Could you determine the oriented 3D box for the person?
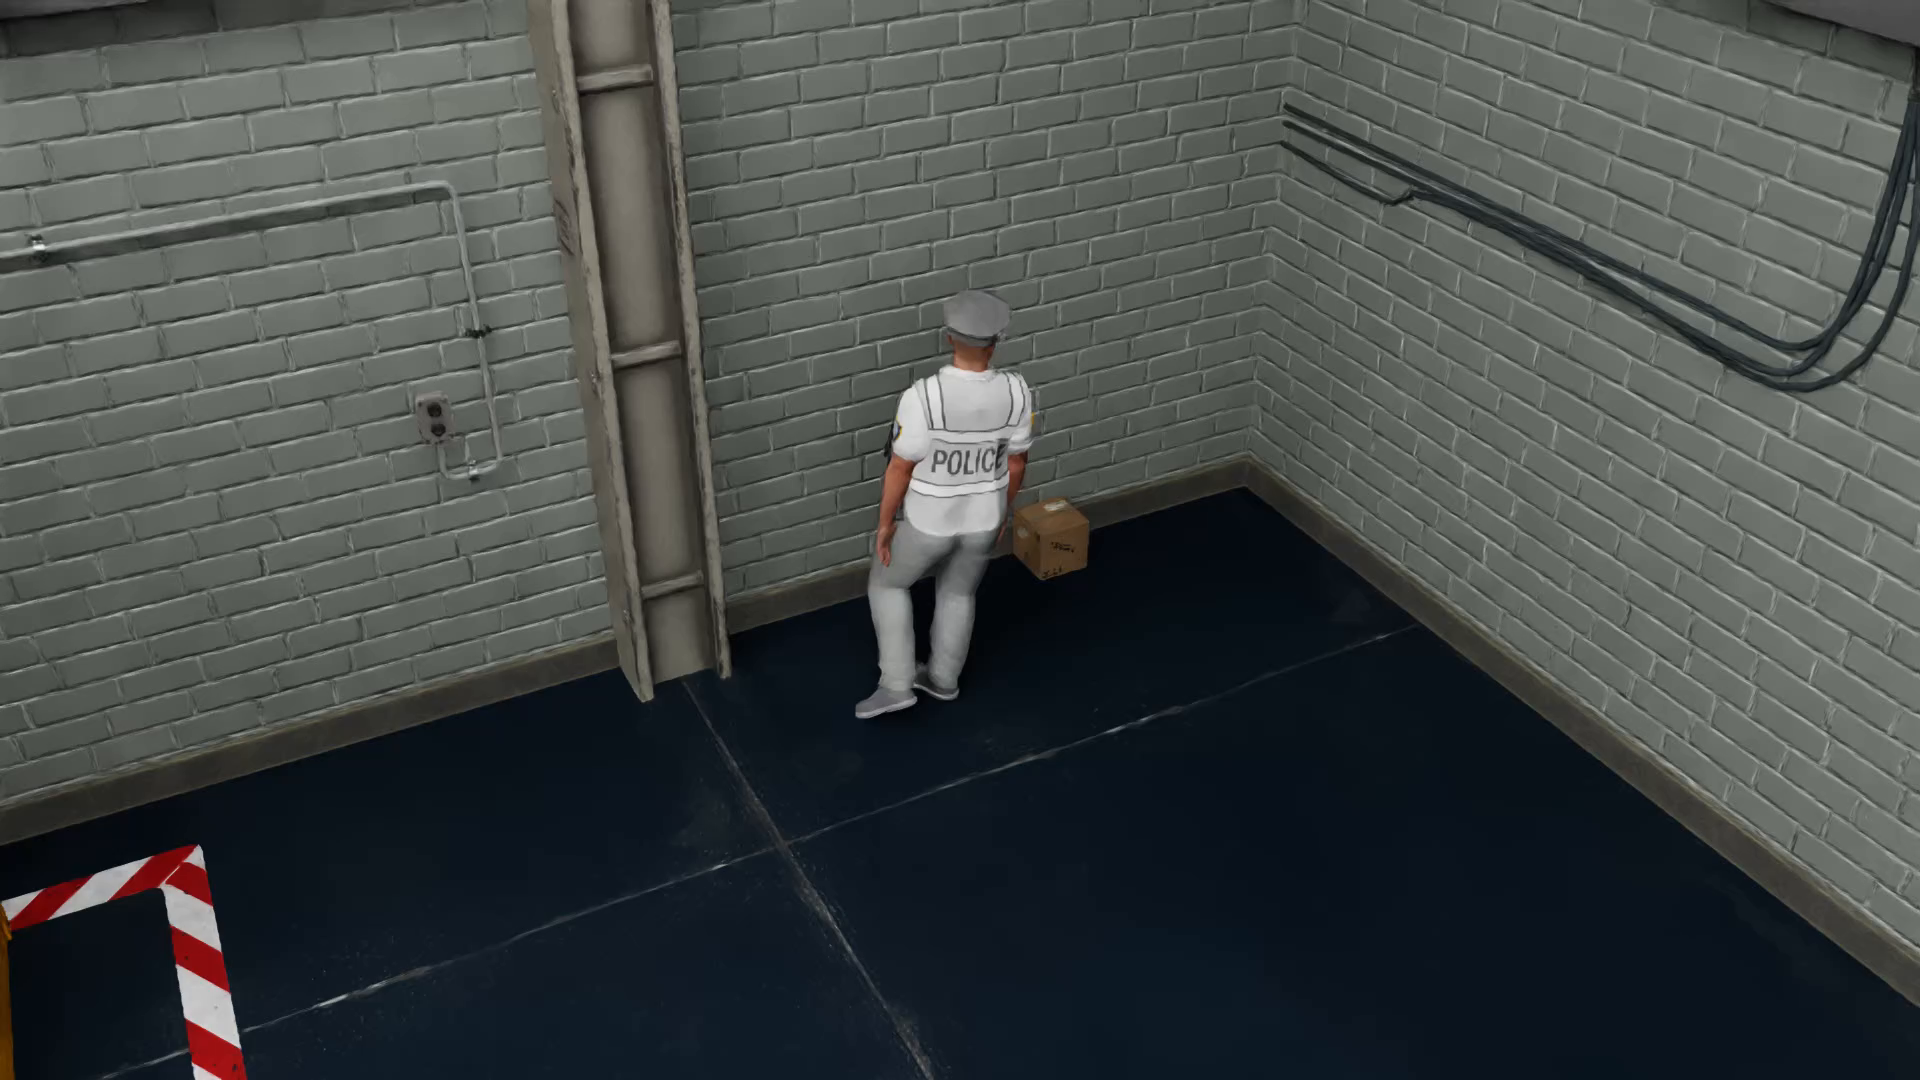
[{"bbox_3d":[-0.098,-0.099,6.301,0.700,1.776,0.455,-13,35,-19],"label":"person"}]
